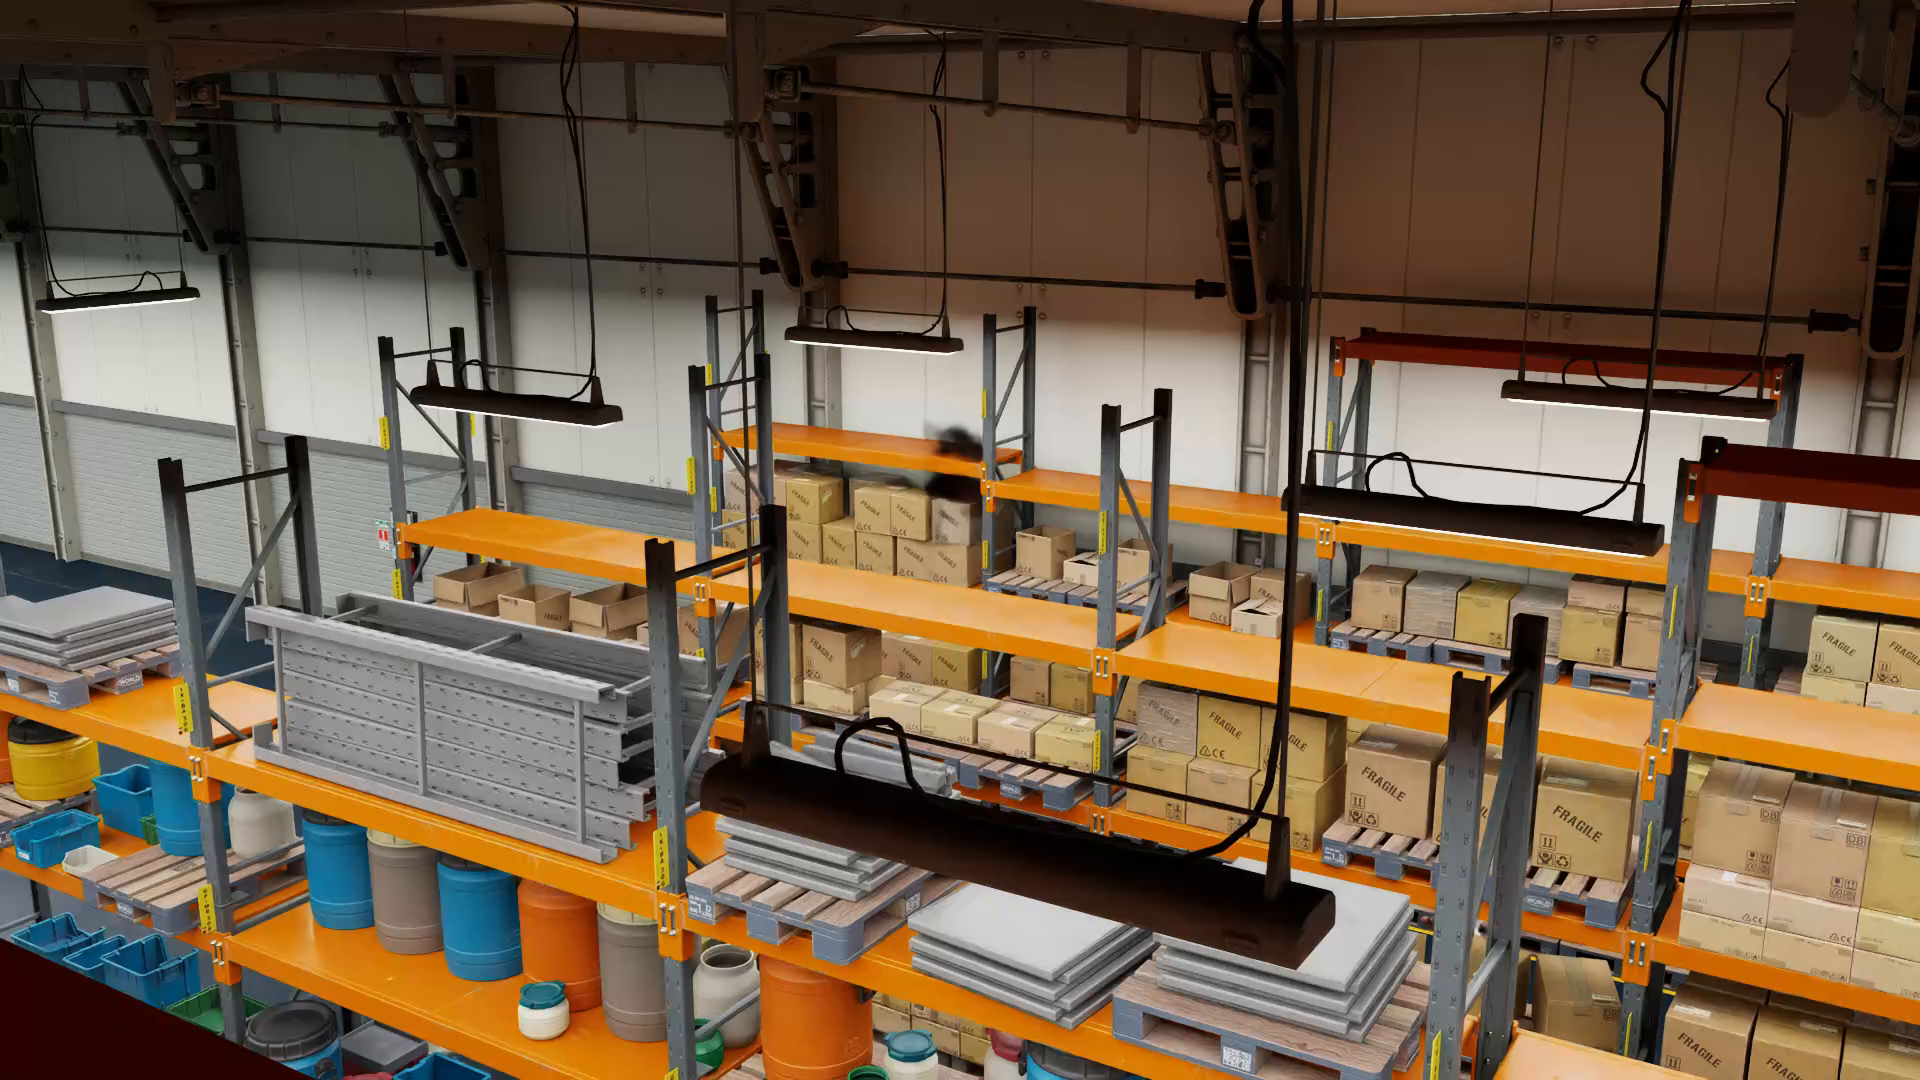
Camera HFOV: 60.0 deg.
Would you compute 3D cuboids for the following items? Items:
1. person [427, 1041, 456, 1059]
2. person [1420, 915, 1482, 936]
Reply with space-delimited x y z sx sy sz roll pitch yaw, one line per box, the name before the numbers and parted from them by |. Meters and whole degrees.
person | -4.177 4.070 13.323 0.759 1.663 0.636 8 16 30
person | 4.290 3.754 14.234 1.058 1.753 0.715 10 17 34
